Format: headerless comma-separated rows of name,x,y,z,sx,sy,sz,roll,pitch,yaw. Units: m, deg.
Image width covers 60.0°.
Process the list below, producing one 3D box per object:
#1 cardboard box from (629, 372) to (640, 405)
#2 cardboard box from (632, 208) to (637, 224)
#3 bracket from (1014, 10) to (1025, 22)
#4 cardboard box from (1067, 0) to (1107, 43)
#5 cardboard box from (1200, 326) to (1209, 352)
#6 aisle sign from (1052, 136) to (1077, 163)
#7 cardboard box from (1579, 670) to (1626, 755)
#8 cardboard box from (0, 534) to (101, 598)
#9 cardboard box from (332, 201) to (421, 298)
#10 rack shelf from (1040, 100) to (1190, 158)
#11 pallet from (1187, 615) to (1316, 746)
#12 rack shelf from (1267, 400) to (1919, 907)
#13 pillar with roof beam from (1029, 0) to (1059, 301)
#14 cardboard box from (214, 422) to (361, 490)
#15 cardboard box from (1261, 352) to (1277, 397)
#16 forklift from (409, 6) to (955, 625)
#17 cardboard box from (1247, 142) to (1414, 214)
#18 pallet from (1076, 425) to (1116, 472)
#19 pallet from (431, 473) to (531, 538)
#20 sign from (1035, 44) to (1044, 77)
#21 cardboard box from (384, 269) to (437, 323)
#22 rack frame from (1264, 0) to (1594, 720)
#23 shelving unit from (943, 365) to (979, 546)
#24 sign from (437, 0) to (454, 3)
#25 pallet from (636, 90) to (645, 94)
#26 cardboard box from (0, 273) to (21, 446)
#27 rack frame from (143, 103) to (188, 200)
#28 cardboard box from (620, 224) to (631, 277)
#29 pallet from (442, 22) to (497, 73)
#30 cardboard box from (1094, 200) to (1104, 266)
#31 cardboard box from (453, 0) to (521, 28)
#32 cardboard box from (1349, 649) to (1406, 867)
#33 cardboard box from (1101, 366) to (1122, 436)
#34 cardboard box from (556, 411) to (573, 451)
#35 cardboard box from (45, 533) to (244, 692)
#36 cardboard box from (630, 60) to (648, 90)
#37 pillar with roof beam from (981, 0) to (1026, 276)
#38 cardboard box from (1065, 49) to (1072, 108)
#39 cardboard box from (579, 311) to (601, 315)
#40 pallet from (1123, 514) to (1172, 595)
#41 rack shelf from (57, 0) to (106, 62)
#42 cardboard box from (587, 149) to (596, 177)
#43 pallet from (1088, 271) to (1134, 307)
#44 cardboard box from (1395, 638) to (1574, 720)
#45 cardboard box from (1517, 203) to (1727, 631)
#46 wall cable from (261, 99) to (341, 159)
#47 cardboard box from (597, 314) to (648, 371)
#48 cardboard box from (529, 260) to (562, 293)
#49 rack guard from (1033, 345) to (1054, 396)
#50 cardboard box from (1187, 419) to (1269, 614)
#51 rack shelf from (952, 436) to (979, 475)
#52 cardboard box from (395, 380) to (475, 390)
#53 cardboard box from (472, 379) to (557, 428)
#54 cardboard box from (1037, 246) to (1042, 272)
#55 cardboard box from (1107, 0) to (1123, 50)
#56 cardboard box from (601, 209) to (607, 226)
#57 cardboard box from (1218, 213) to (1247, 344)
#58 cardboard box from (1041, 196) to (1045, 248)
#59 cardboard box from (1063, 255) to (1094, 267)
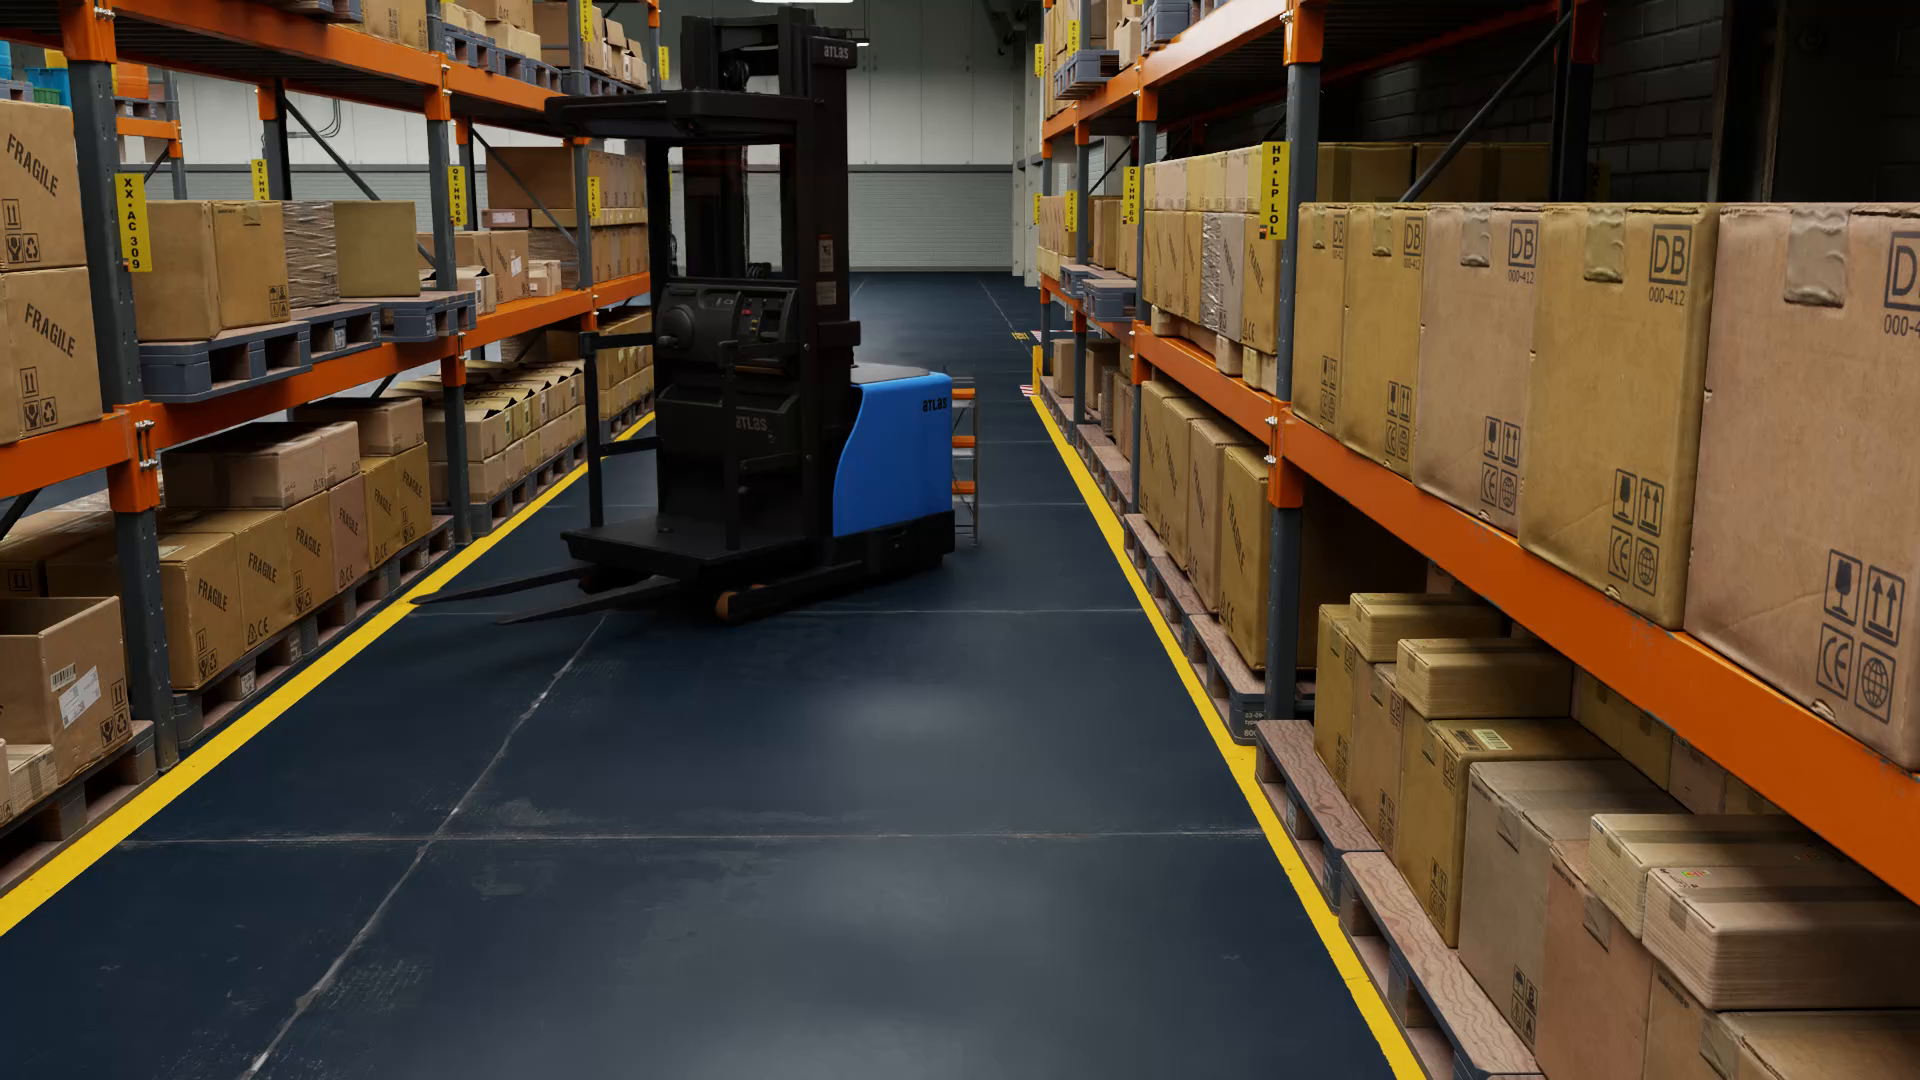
cardboard box,-3.219,-1.383,15.193,0.500,0.250,0.500,0,11,-1
cardboard box,-3.371,-3.167,16.242,0.380,0.149,0.250,0,11,0
bracket,1.405,-12.305,39.024,0.235,0.232,0.430,0,11,-1
cardboard box,1.169,-4.371,13.701,0.500,0.500,0.500,-1,12,-6
cardboard box,1.351,-0.974,7.899,0.380,0.149,0.250,0,11,-1
aisle sign,1.066,-4.336,17.350,0.394,0.787,0.004,0,11,-1
cardboard box,1.754,0.416,4.065,0.380,0.149,0.250,0,11,-2
cardboard box,-3.634,0.270,6.365,0.500,0.500,0.500,0,11,-1
cardboard box,-3.294,-1.568,8.935,0.700,0.500,0.500,-4,12,-20
rack shelf,1.409,-3.769,15.358,1.077,0.370,4.000,0,11,-1
pallet,1.524,0.550,6.818,1.003,0.211,1.213,0,11,-1
rack shelf,1.657,0.086,3.898,1.077,0.370,4.000,0,11,-1
pillar with roof beam,-2.429,-9.414,33.829,9.100,9.000,0.548,0,11,-1
cardboard box,-3.135,-0.396,7.763,0.500,0.250,0.500,0,11,-2
cardboard box,1.325,-0.616,6.135,0.380,0.149,0.250,0,11,-1
forklift,-1.323,-1.136,8.289,1.130,2.935,3.031,9,14,37
cardboard box,1.350,-1.328,6.123,0.500,0.250,0.500,0,11,0
pallet,1.468,-0.733,13.140,1.003,0.211,1.213,0,11,-1
pallet,-3.398,-0.235,10.687,1.003,0.211,1.213,0,11,-1
sign,0.825,-4.945,17.148,0.100,0.325,0.005,0,11,-1
cardboard box,-3.384,-1.467,9.968,0.500,0.311,0.500,0,11,2
rack frame,1.616,-0.664,5.787,1.000,3.000,0.127,0,11,-1
shelving unit,0.001,-0.504,9.902,0.215,1.050,0.252,0,11,-1
sign,-2.877,-3.163,9.261,0.100,0.325,0.005,0,11,-1
pallet,-3.596,-4.314,16.458,1.003,0.211,1.213,0,11,-1
cardboard box,-3.058,-0.491,4.683,0.500,0.500,0.500,0,11,0
rack frame,-8.537,-3.008,17.344,1.000,3.000,0.127,0,11,-1
cardboard box,-3.568,-2.781,15.972,0.700,0.500,0.500,0,11,-1
pallet,-3.523,-2.950,9.986,1.213,0.211,1.003,0,11,1
cardboard box,1.427,-2.417,13.072,0.700,0.500,0.500,0,11,-1
cardboard box,-3.494,-3.967,11.959,0.500,0.500,0.500,1,12,4
cardboard box,1.536,0.604,4.766,0.700,0.500,0.500,0,11,-2
cardboard box,1.482,-1.098,13.109,0.700,0.500,0.500,0,11,1
cardboard box,-3.184,-0.808,12.355,0.500,0.250,0.500,0,11,0
cardboard box,-3.103,0.270,6.366,0.500,0.500,0.500,-1,11,-4
cardboard box,-3.298,-4.471,15.979,0.500,0.250,0.500,0,11,-1
pillar with roof beam,-2.677,-11.799,45.587,9.100,9.000,0.548,0,11,-1
cardboard box,1.195,-3.983,14.301,0.500,0.500,0.500,-1,12,-6
cardboard box,-3.761,-1.948,16.088,0.500,0.500,0.500,0,11,-1
pallet,1.474,0.065,9.209,1.003,0.211,1.213,0,11,-1
rack shelf,-3.296,-1.363,3.496,1.077,0.370,4.000,0,11,-1
cardboard box,-3.530,-3.106,14.312,0.700,0.500,0.500,0,11,-1
pallet,1.451,-1.758,11.664,1.003,0.211,1.213,0,11,-1
cardboard box,1.364,0.359,4.343,0.380,0.149,0.250,-1,11,-3
cardboard box,1.651,-0.262,3.050,0.980,0.700,0.700,0,11,-2
wall cable,-19.113,-13.981,47.788,2.305,6.003,0.169,0,11,-1
cardboard box,-3.232,-1.850,15.609,0.500,0.500,0.500,0,11,-1
cardboard box,-3.448,-2.062,13.055,0.500,0.250,0.500,0,11,2
rack guard,1.369,-1.809,17.719,1.175,0.500,0.348,0,11,-1
cardboard box,1.451,-0.121,7.464,0.750,0.750,0.750,0,11,1
rack shelf,0.001,-0.494,9.904,0.215,0.259,0.240,0,11,-1
cardboard box,-3.710,-0.977,11.781,0.500,0.311,0.500,0,11,0
cardboard box,-3.176,-0.984,11.815,0.500,0.311,0.500,0,11,-2
cardboard box,1.060,-2.887,17.073,0.500,0.250,0.500,-1,11,-3
cardboard box,1.382,-3.870,12.738,0.500,0.500,0.500,1,12,7
cardboard box,-3.337,-2.857,14.715,0.380,0.149,0.250,-1,11,-3
cardboard box,1.334,-1.060,6.692,0.500,0.500,0.500,0,11,-1
cardboard box,1.077,-3.159,16.525,0.500,0.500,0.500,0,11,-1
cardboard box,1.137,-2.283,14.096,0.500,0.250,0.500,0,11,-1
